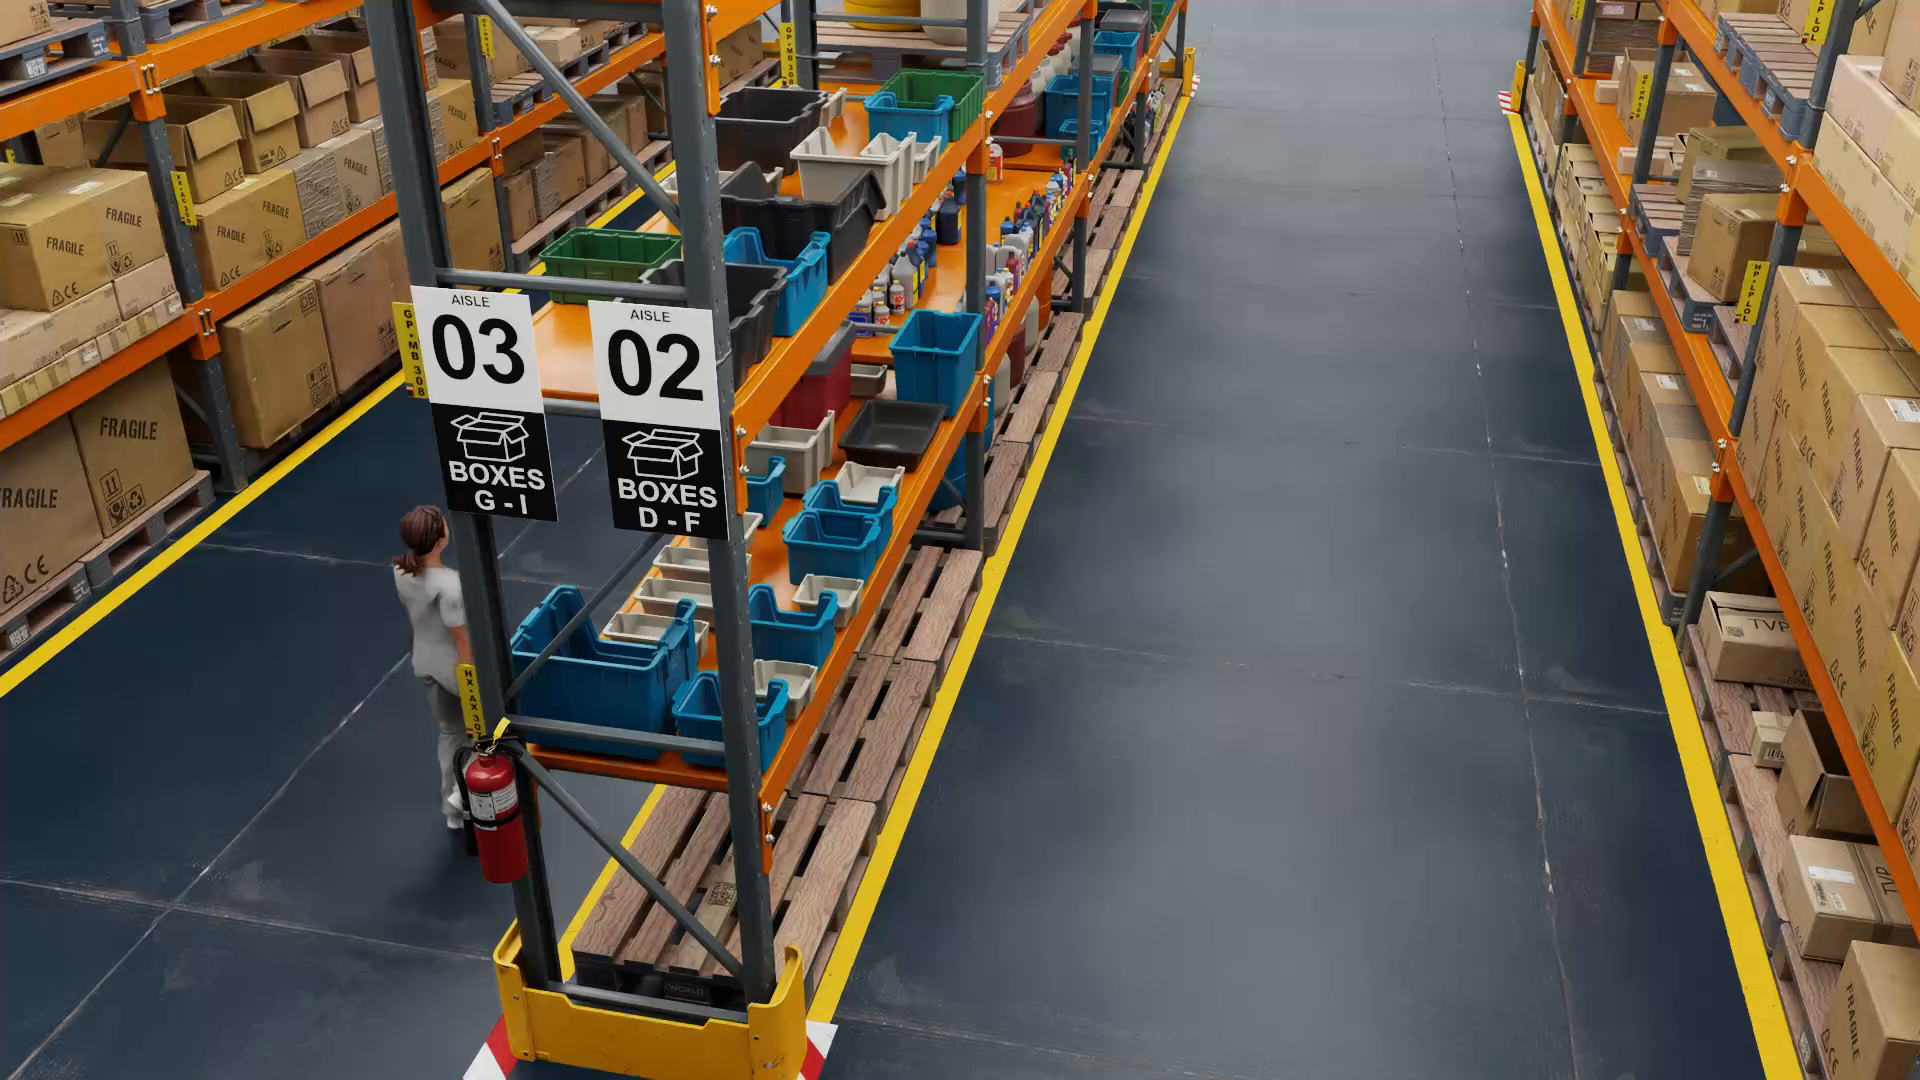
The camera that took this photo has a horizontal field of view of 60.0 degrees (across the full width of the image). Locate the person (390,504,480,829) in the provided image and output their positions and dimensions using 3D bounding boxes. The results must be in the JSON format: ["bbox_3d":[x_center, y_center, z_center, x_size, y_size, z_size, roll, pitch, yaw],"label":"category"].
[{"bbox_3d":[-2.273,0.576,7.522,0.474,1.659,0.453,17,33,28],"label":"person"}]
